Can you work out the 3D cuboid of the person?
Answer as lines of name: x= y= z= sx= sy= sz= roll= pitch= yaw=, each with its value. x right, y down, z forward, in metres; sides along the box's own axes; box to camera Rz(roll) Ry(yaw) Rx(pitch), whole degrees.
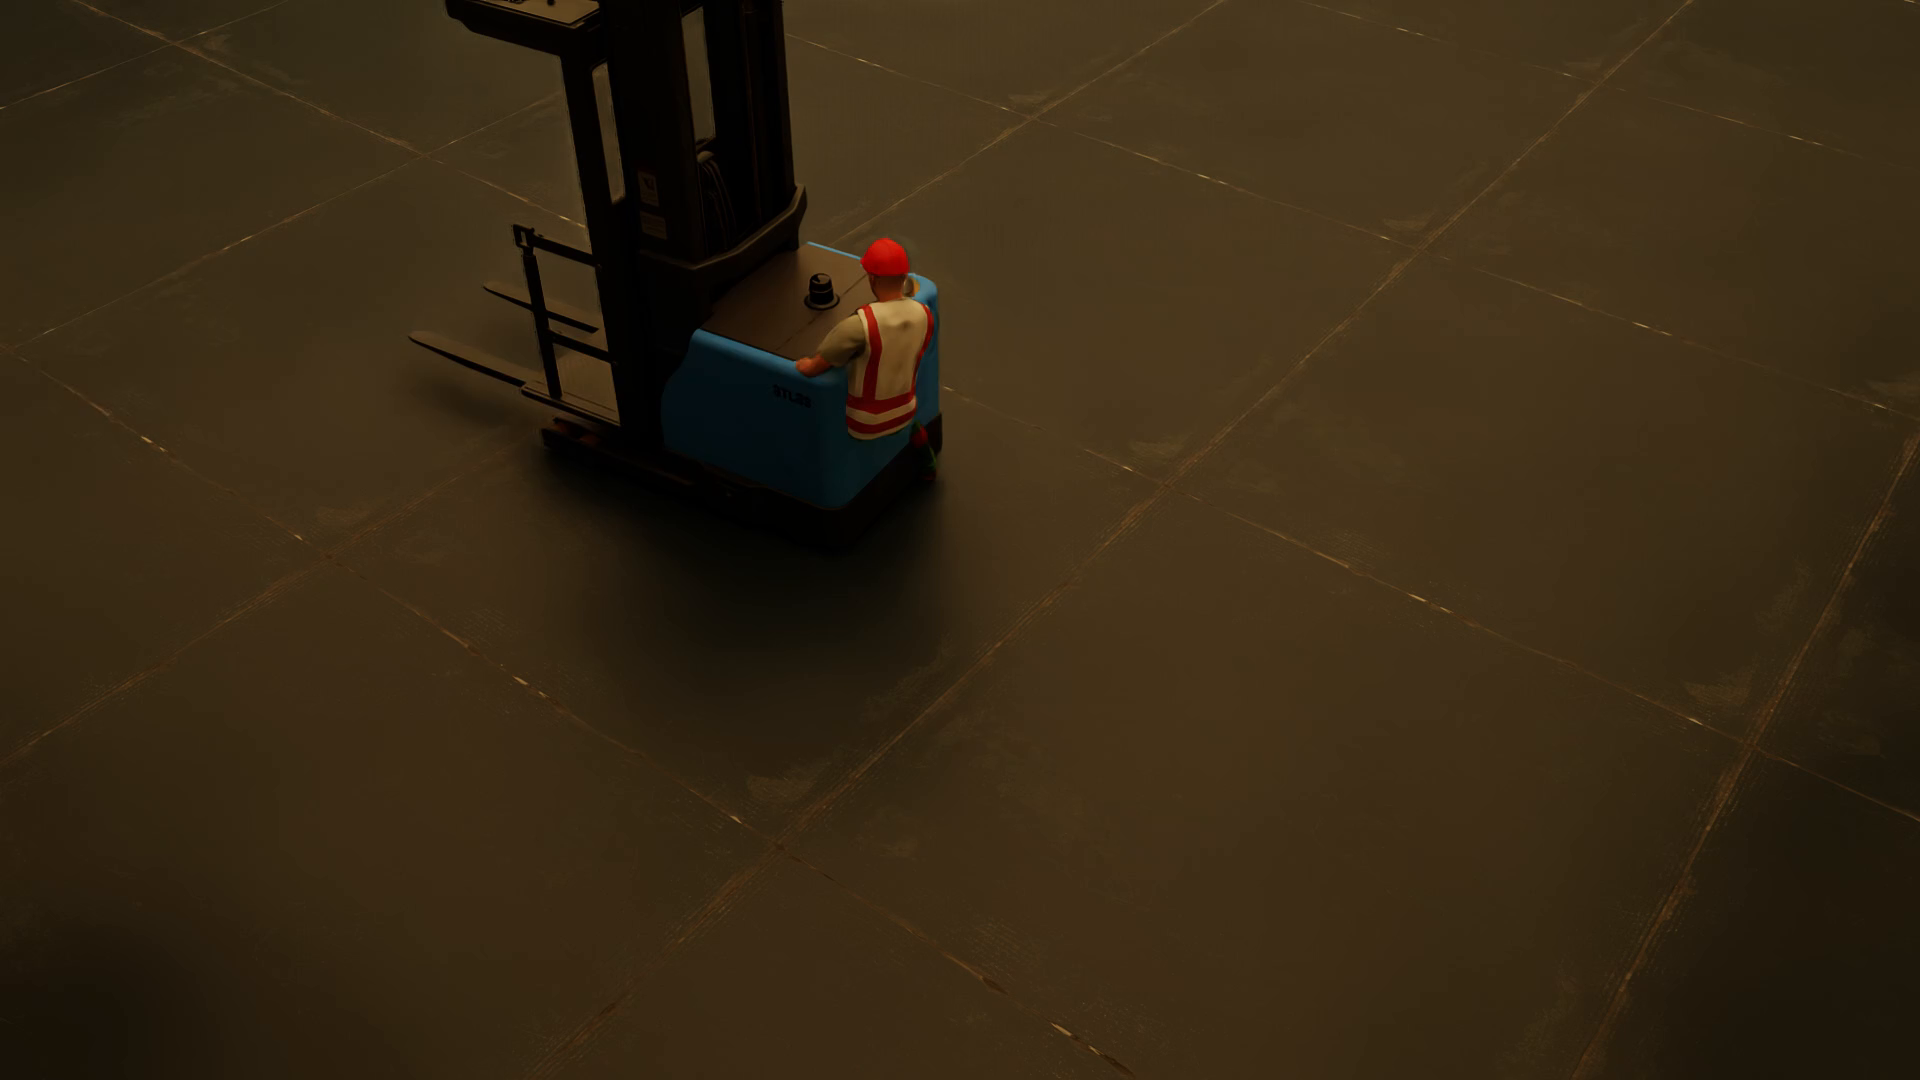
person: x=-0.482 y=-0.792 z=8.053 sx=0.902 sy=1.585 sz=0.789 roll=-25 pitch=46 yaw=-26

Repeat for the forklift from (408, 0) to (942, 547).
forklift: x=-1.627 y=-1.786 z=8.169 sx=3.031 sy=2.935 sz=1.130 roll=21 pitch=45 yaw=23
